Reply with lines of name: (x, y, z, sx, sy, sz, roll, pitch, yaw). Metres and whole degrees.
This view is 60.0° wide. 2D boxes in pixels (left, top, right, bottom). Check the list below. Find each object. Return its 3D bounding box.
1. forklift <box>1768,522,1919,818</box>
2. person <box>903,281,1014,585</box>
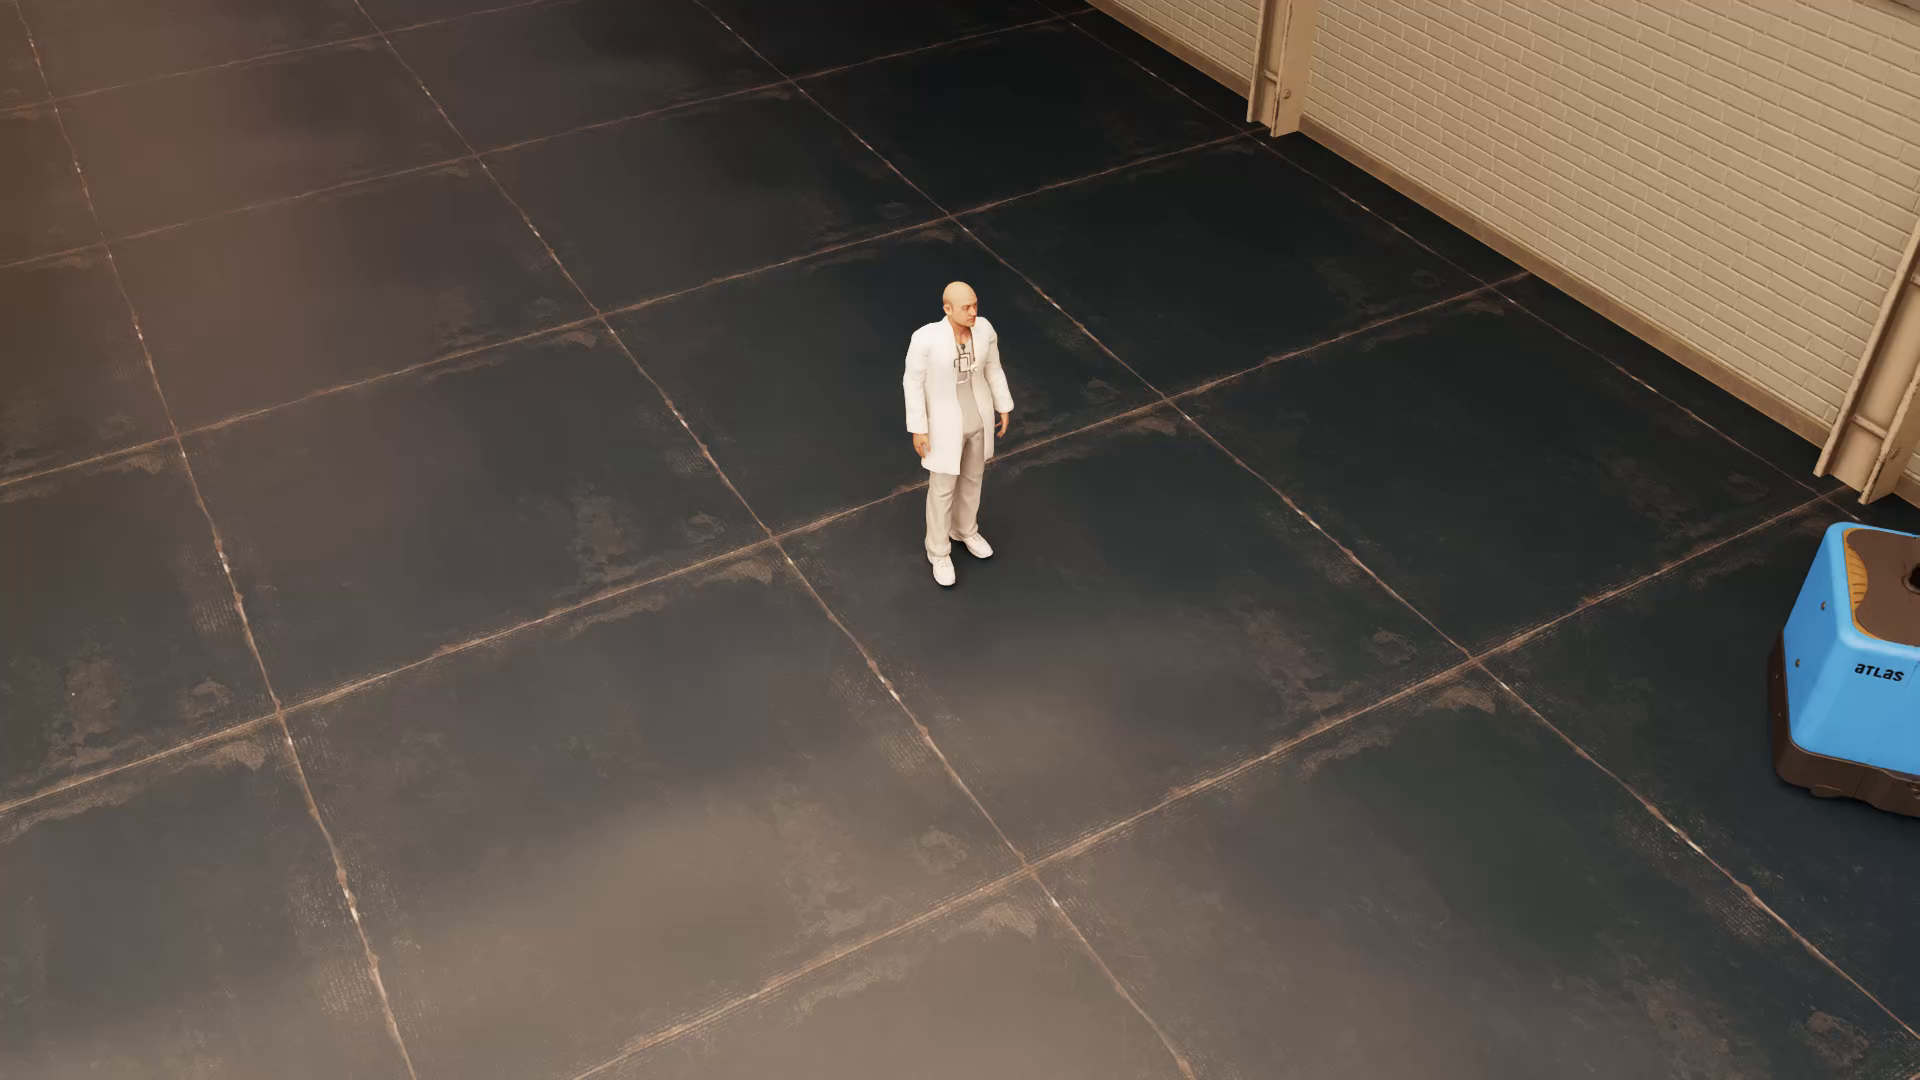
forklift: (5.865, 0.176, 7.824, 3.031, 2.935, 1.130, 12, 41, 14)
person: (0.043, -0.638, 9.697, 0.698, 1.778, 0.578, -20, 44, -23)
